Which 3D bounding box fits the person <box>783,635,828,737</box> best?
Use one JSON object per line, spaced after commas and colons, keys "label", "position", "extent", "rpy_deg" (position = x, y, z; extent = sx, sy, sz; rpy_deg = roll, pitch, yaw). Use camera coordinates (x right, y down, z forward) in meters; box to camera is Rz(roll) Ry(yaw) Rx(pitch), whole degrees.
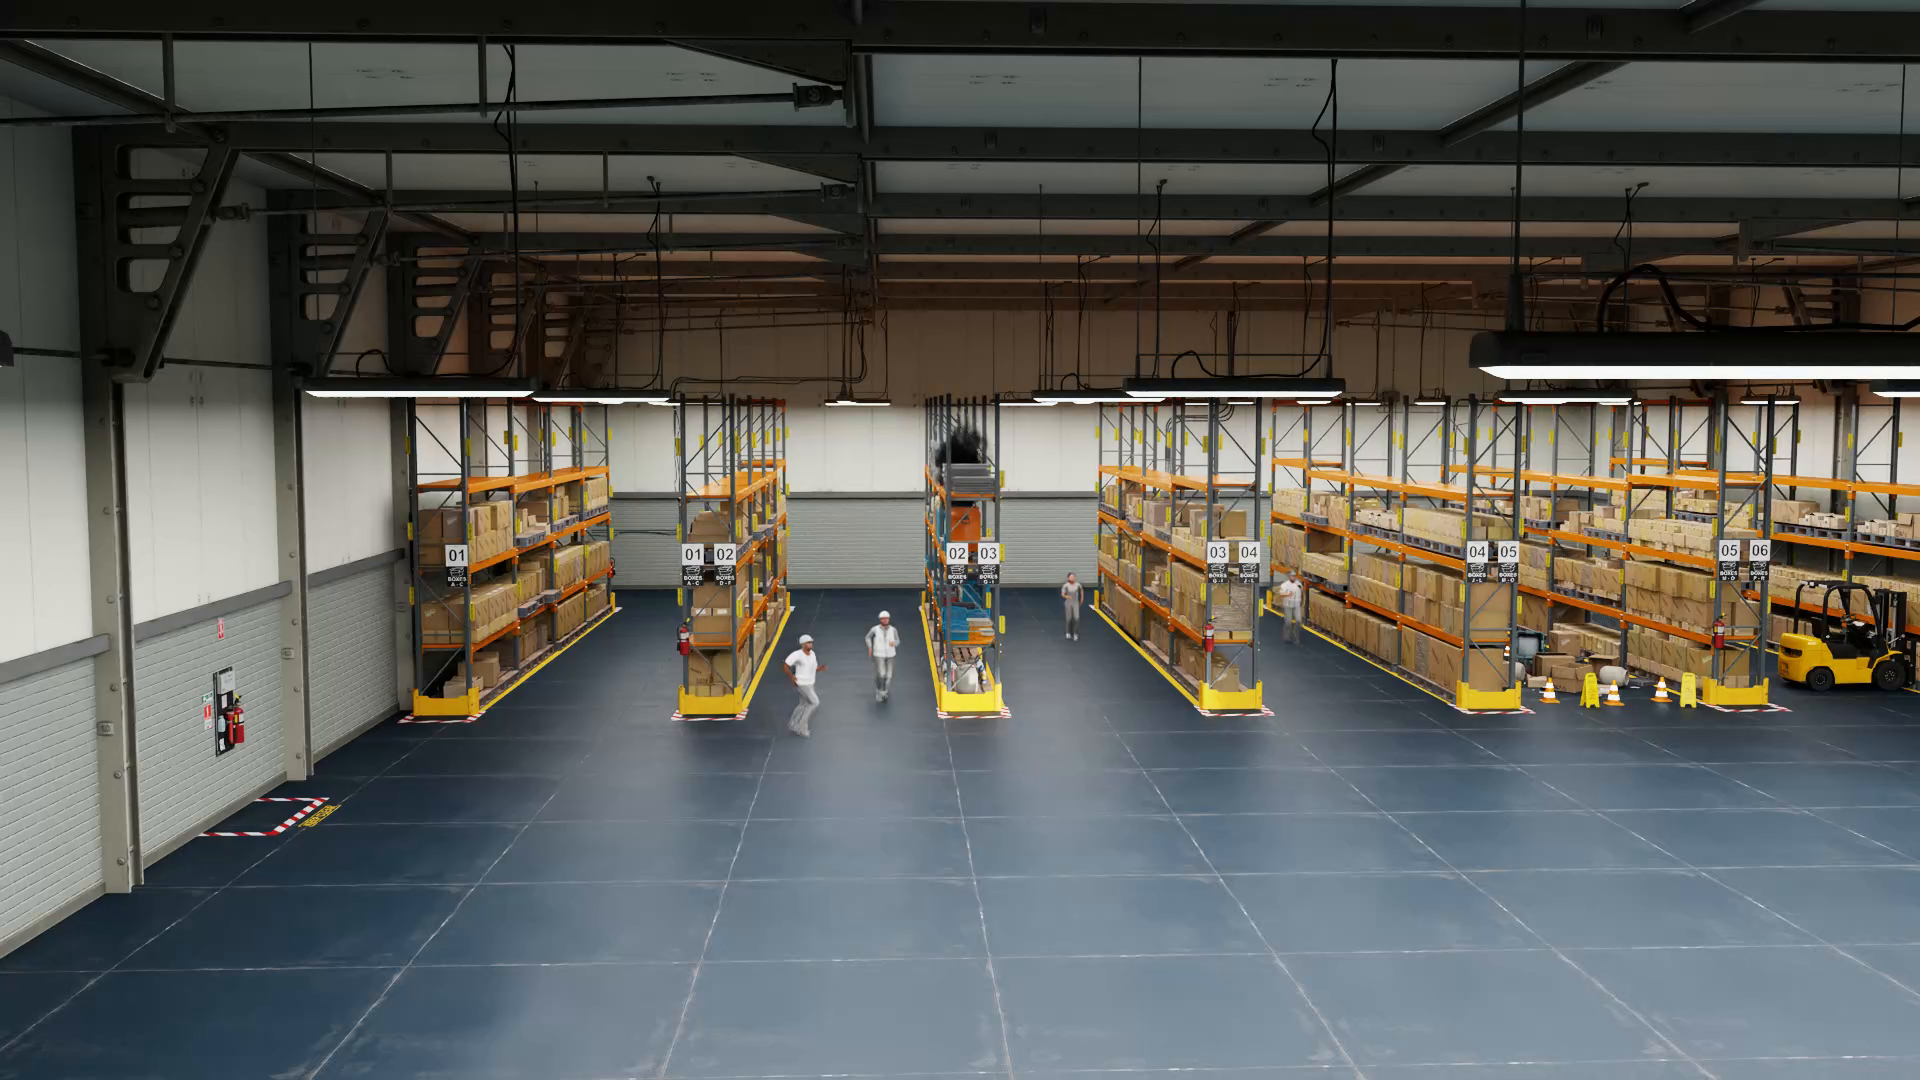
{"label": "person", "position": [-2.690, 2.556, 29.172], "extent": [0.722, 1.803, 0.663], "rpy_deg": [2, 5, 22]}

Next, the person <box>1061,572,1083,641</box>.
{"label": "person", "position": [2.787, 1.655, 41.179], "extent": [0.580, 1.719, 0.711], "rpy_deg": [0, 5, -5]}

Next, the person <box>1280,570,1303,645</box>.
{"label": "person", "position": [8.104, 1.642, 40.558], "extent": [0.640, 1.849, 0.754], "rpy_deg": [0, 5, -3]}

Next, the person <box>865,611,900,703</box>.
{"label": "person", "position": [-1.480, 2.281, 32.429], "extent": [0.625, 1.793, 0.715], "rpy_deg": [-1, 5, -18]}
